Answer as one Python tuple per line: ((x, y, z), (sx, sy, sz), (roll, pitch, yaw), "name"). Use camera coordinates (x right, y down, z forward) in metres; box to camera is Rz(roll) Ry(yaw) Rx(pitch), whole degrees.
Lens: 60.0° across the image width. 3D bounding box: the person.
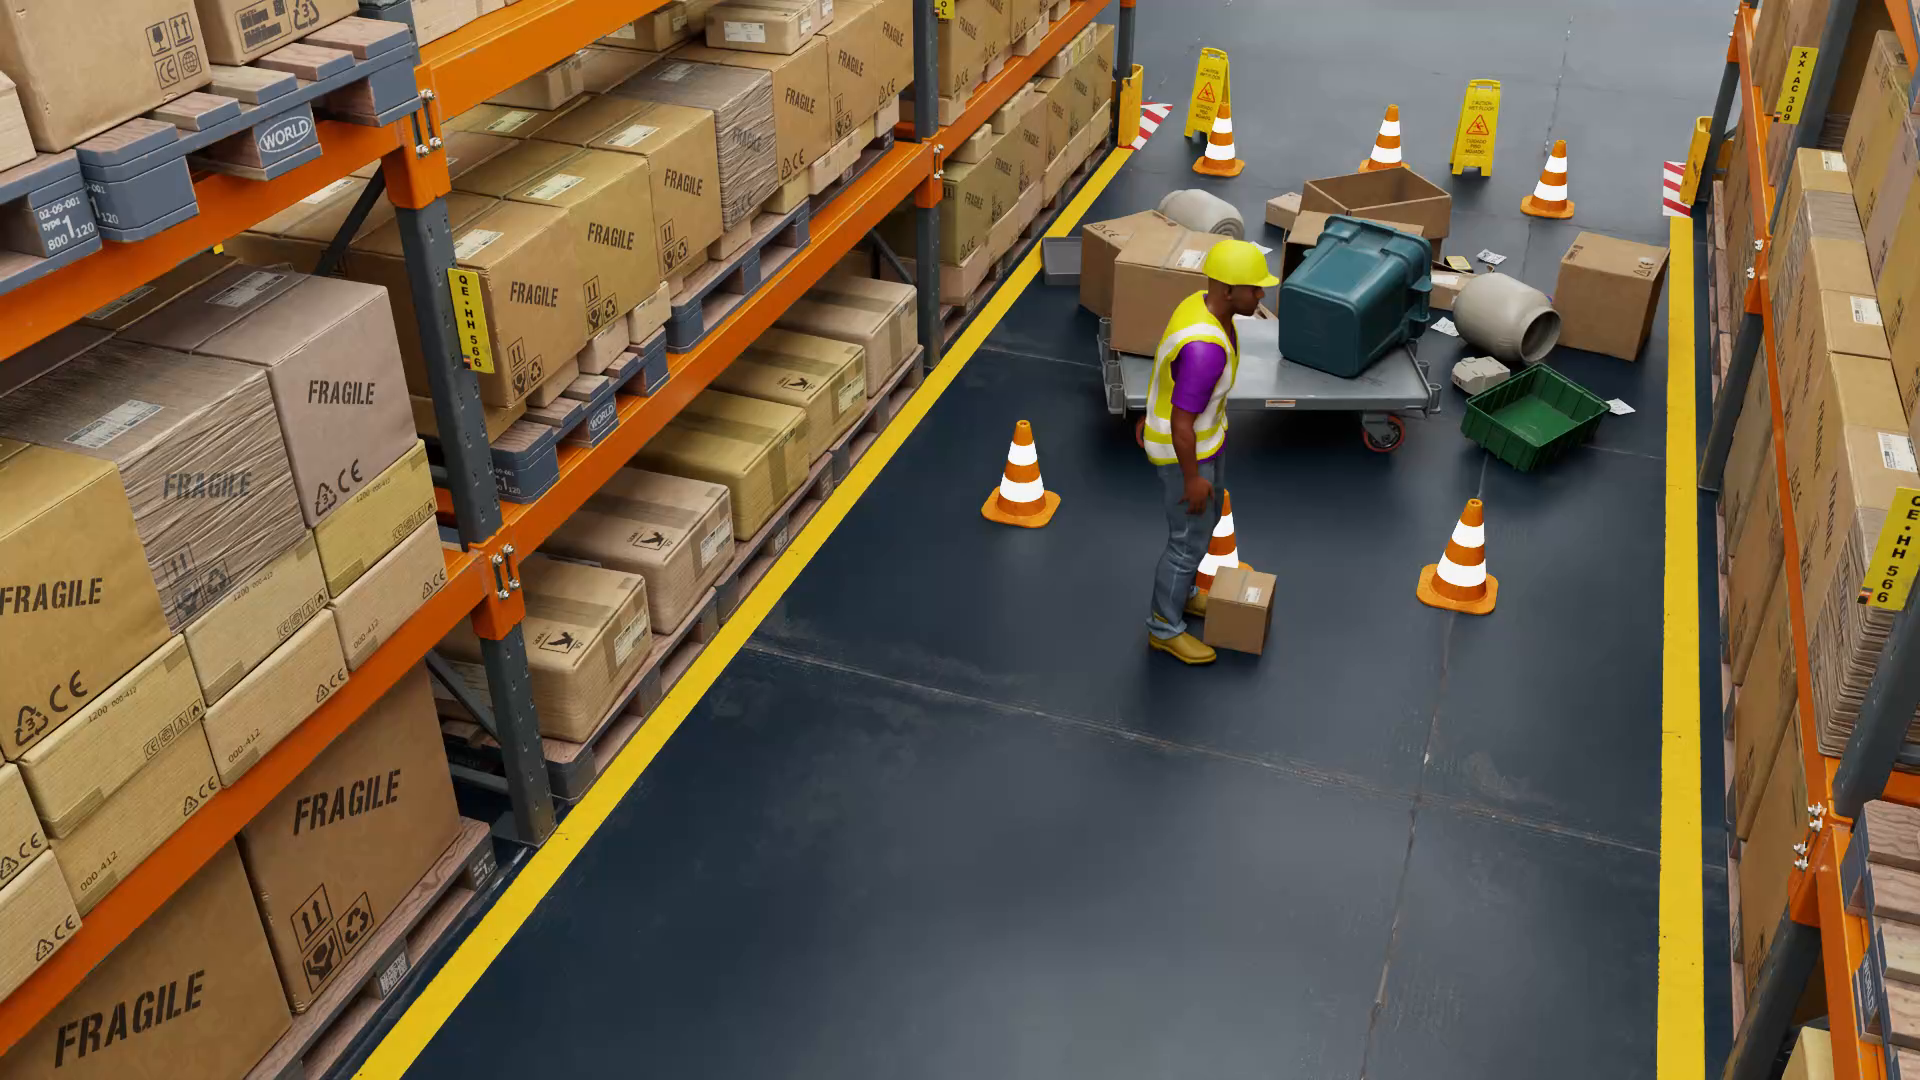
((0.974, -0.377, 6.703), (0.461, 1.759, 0.633), (9, 34, 14), "person")
